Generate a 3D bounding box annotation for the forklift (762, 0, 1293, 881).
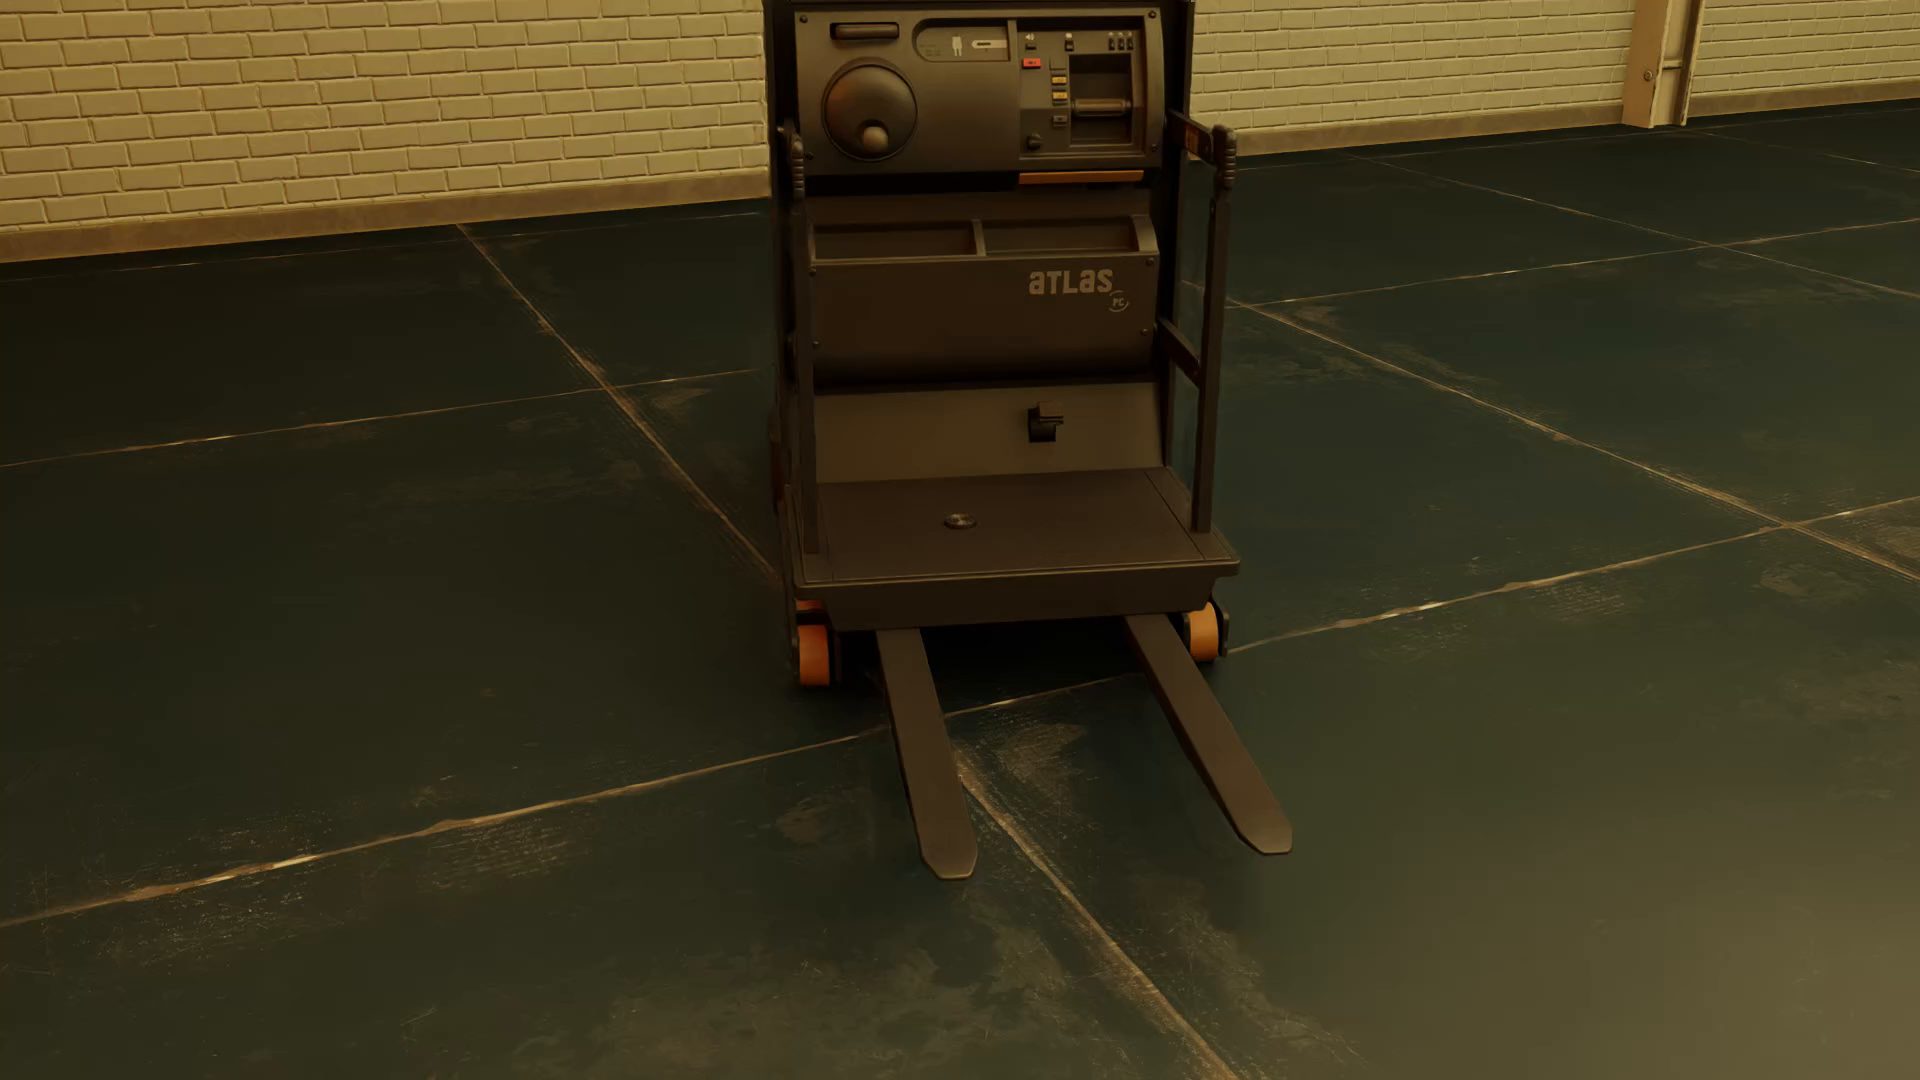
[{"bbox_3d":[0.085,-1.122,3.986,1.130,2.935,3.031,-3,23,-7],"label":"forklift"}]
